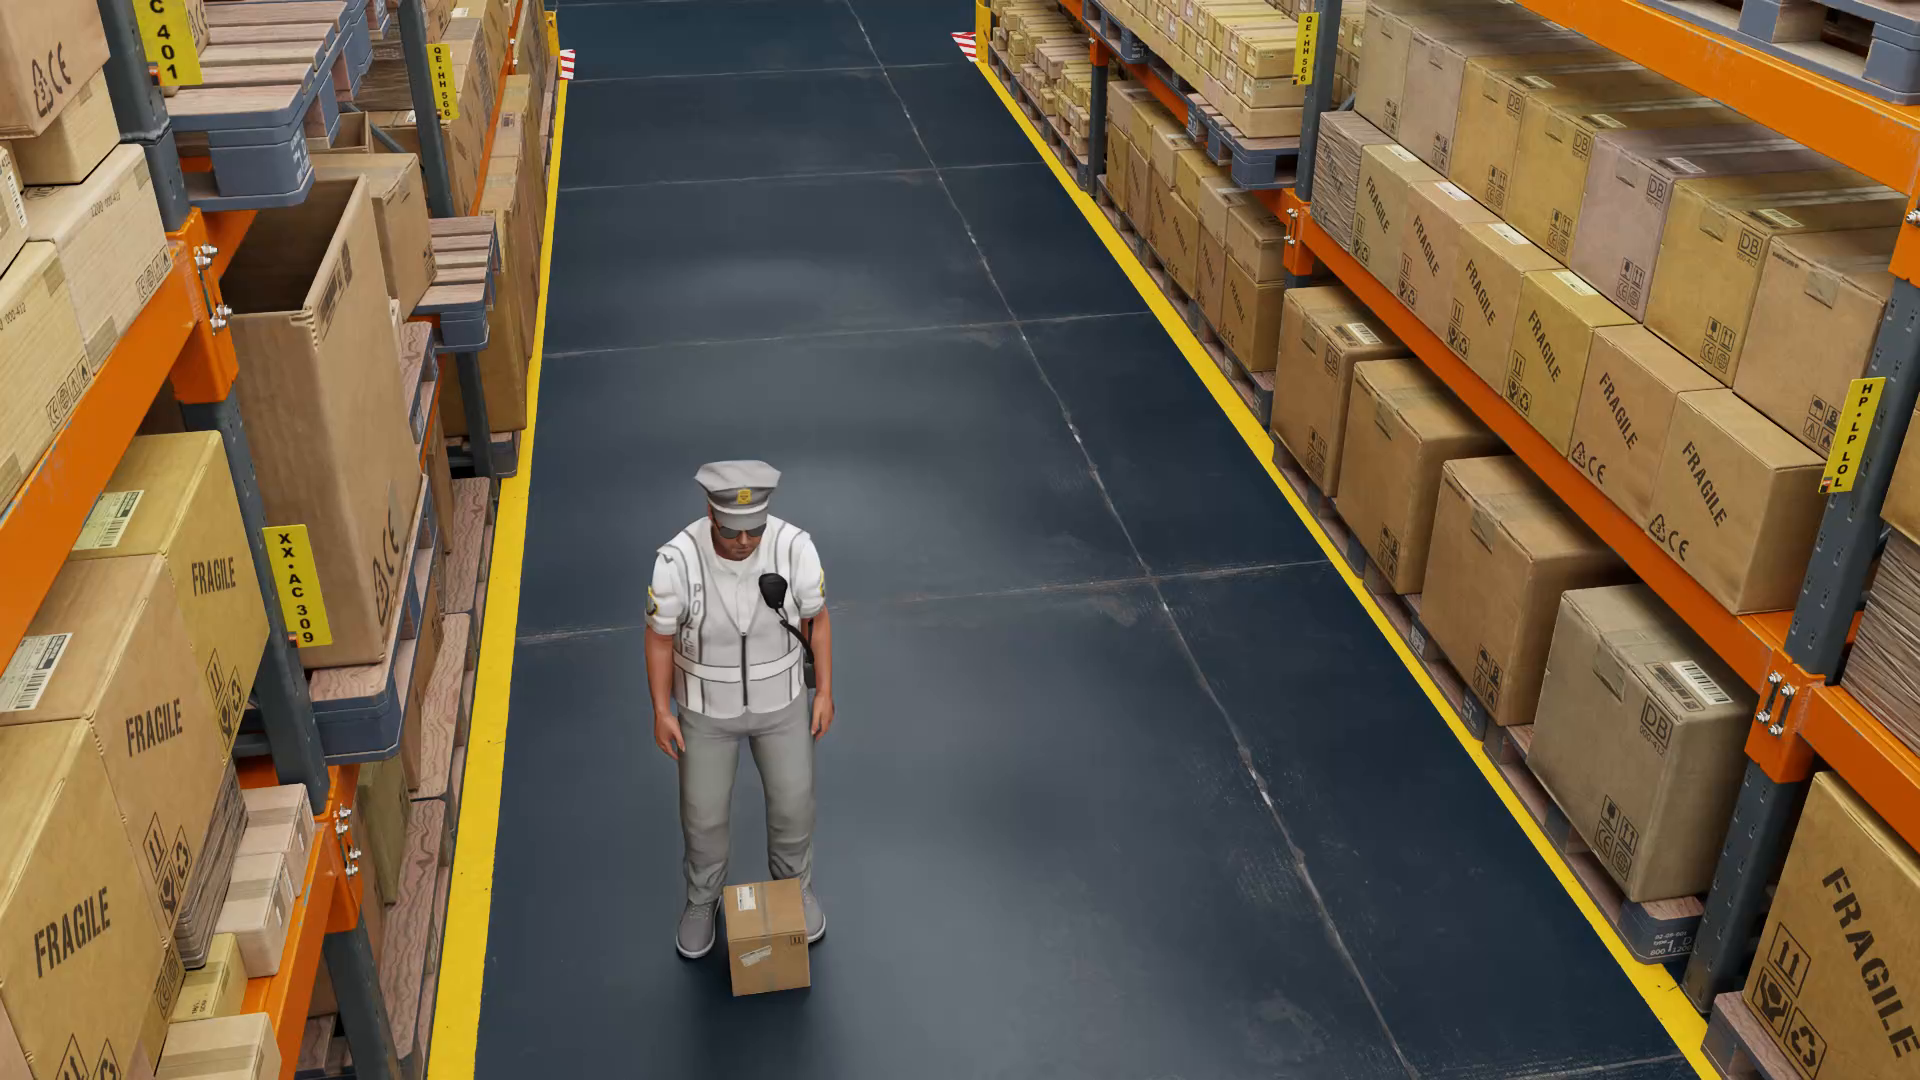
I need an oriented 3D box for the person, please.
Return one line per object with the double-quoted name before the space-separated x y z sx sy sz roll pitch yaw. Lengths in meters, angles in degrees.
"person" -0.684 0.508 5.262 0.596 1.747 0.446 -7 31 -12
